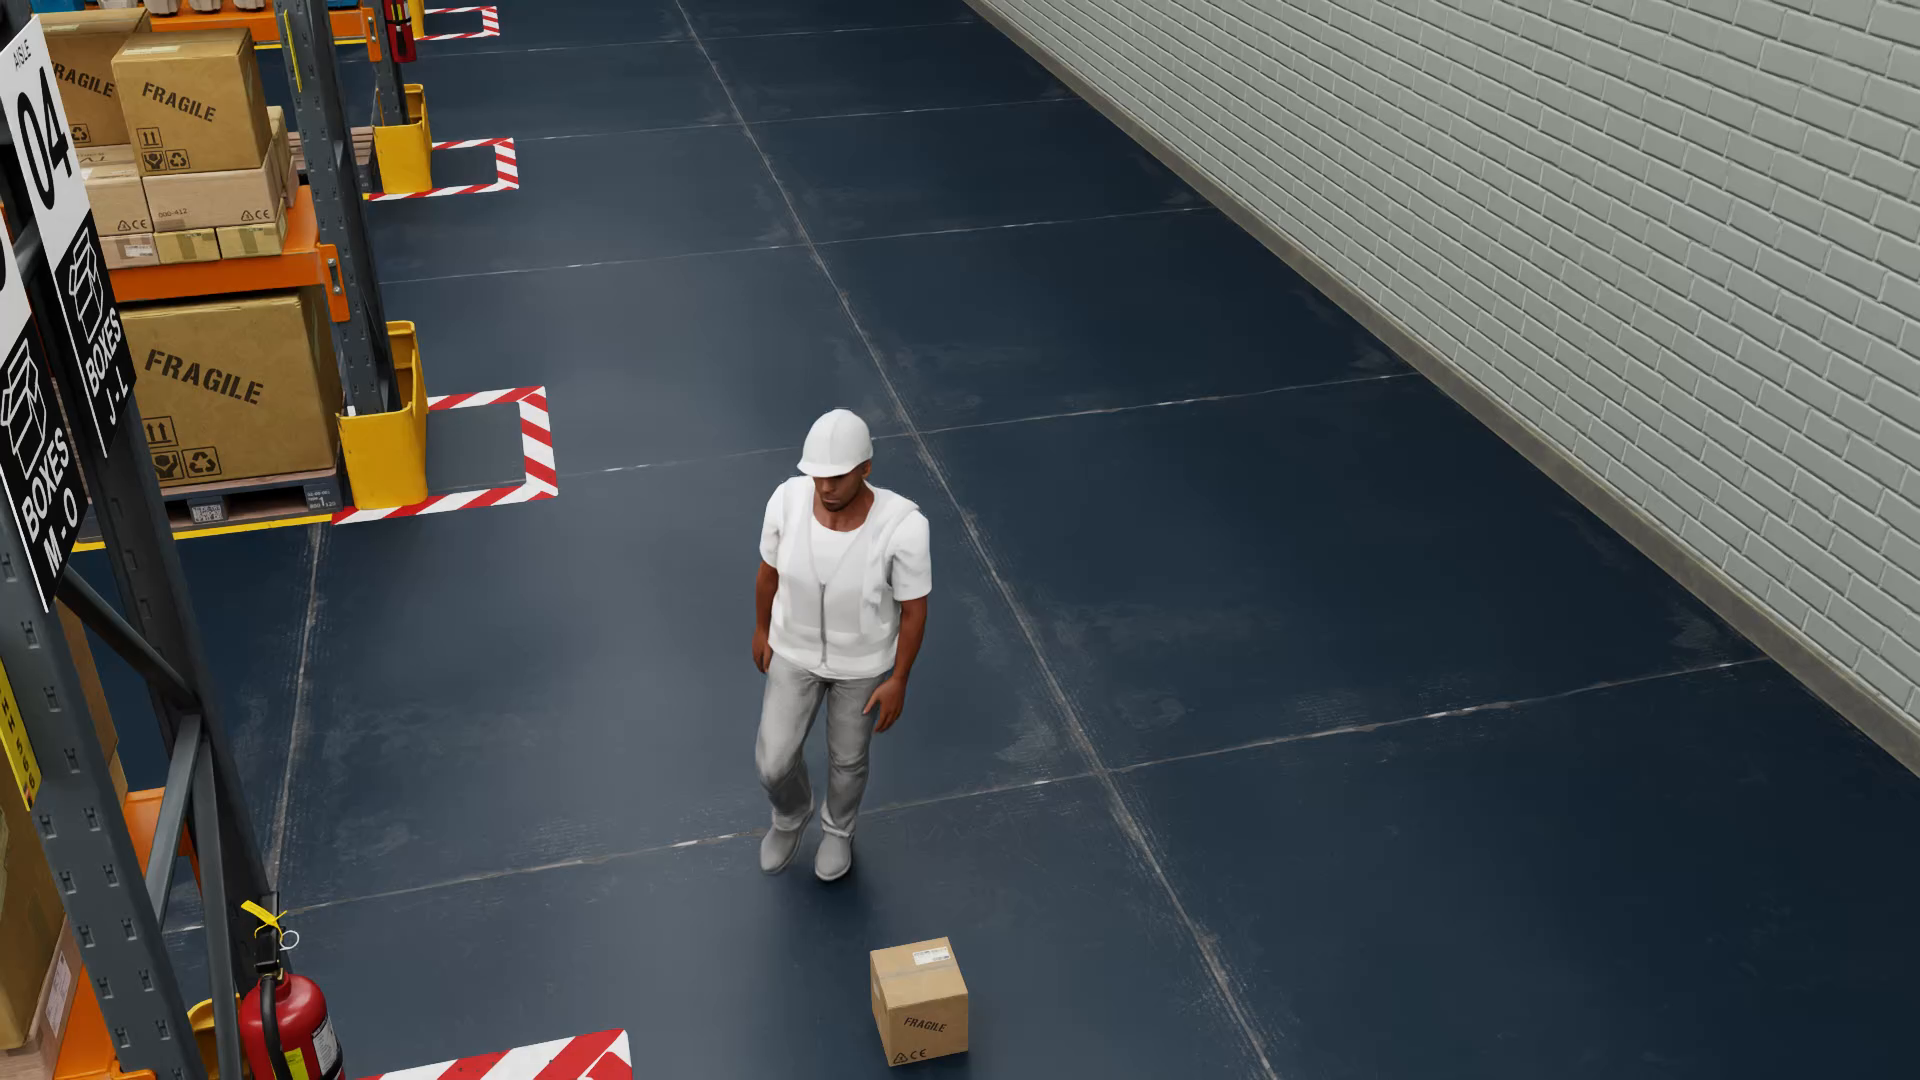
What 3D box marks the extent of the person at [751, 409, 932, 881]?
[{"bbox_3d":[-0.407,0.405,5.389,0.633,1.781,0.474,4,30,7],"label":"person"}]
